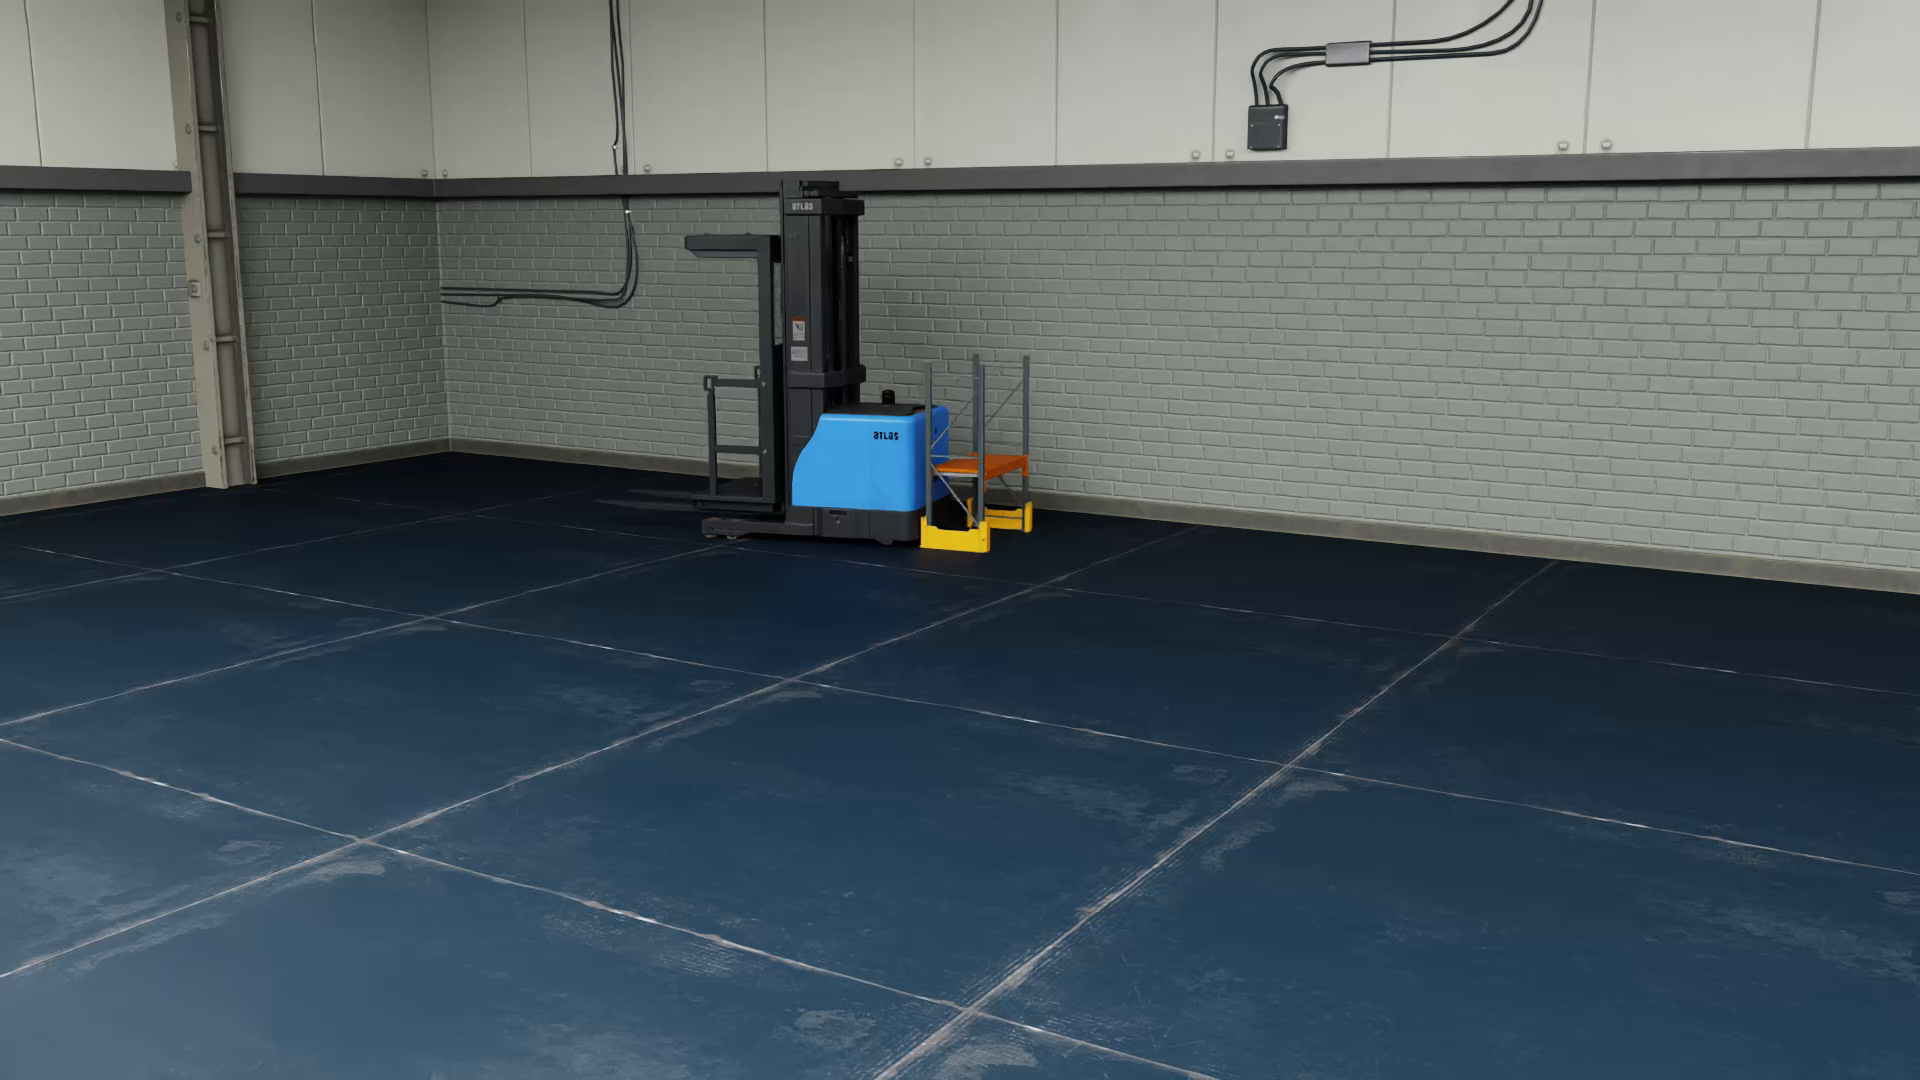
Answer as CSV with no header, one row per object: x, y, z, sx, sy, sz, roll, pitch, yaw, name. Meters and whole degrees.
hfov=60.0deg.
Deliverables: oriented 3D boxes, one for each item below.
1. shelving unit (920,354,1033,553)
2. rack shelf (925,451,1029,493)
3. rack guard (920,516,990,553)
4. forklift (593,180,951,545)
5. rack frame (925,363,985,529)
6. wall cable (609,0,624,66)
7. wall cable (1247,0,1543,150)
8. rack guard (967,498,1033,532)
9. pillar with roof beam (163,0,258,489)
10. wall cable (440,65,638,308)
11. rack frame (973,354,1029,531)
0.150,-0.747,13.783,0.587,1.500,1.083,4,11,22,shelving unit
0.153,-0.572,13.825,0.538,0.185,1.000,4,11,22,rack shelf
-0.041,-0.048,13.446,0.587,0.250,0.087,4,11,22,rack guard
-1.657,-1.535,14.105,3.031,2.935,1.130,3,11,18,forklift
-0.041,-0.662,13.330,0.500,1.500,0.032,4,11,22,rack frame
-2.413,-6.016,16.262,3.097,2.526,0.112,6,12,31,wall cable
3.380,-6.080,12.651,2.305,6.003,0.169,6,12,31,wall cable
0.340,-0.217,14.351,0.587,0.250,0.087,4,11,22,rack guard
-3.706,-4.570,13.825,9.100,9.000,0.400,6,12,31,pillar with roof beam
-4.726,-3.792,18.107,3.097,2.526,0.112,6,12,31,wall cable
0.347,-0.835,14.253,0.500,1.500,0.032,4,11,22,rack frame
